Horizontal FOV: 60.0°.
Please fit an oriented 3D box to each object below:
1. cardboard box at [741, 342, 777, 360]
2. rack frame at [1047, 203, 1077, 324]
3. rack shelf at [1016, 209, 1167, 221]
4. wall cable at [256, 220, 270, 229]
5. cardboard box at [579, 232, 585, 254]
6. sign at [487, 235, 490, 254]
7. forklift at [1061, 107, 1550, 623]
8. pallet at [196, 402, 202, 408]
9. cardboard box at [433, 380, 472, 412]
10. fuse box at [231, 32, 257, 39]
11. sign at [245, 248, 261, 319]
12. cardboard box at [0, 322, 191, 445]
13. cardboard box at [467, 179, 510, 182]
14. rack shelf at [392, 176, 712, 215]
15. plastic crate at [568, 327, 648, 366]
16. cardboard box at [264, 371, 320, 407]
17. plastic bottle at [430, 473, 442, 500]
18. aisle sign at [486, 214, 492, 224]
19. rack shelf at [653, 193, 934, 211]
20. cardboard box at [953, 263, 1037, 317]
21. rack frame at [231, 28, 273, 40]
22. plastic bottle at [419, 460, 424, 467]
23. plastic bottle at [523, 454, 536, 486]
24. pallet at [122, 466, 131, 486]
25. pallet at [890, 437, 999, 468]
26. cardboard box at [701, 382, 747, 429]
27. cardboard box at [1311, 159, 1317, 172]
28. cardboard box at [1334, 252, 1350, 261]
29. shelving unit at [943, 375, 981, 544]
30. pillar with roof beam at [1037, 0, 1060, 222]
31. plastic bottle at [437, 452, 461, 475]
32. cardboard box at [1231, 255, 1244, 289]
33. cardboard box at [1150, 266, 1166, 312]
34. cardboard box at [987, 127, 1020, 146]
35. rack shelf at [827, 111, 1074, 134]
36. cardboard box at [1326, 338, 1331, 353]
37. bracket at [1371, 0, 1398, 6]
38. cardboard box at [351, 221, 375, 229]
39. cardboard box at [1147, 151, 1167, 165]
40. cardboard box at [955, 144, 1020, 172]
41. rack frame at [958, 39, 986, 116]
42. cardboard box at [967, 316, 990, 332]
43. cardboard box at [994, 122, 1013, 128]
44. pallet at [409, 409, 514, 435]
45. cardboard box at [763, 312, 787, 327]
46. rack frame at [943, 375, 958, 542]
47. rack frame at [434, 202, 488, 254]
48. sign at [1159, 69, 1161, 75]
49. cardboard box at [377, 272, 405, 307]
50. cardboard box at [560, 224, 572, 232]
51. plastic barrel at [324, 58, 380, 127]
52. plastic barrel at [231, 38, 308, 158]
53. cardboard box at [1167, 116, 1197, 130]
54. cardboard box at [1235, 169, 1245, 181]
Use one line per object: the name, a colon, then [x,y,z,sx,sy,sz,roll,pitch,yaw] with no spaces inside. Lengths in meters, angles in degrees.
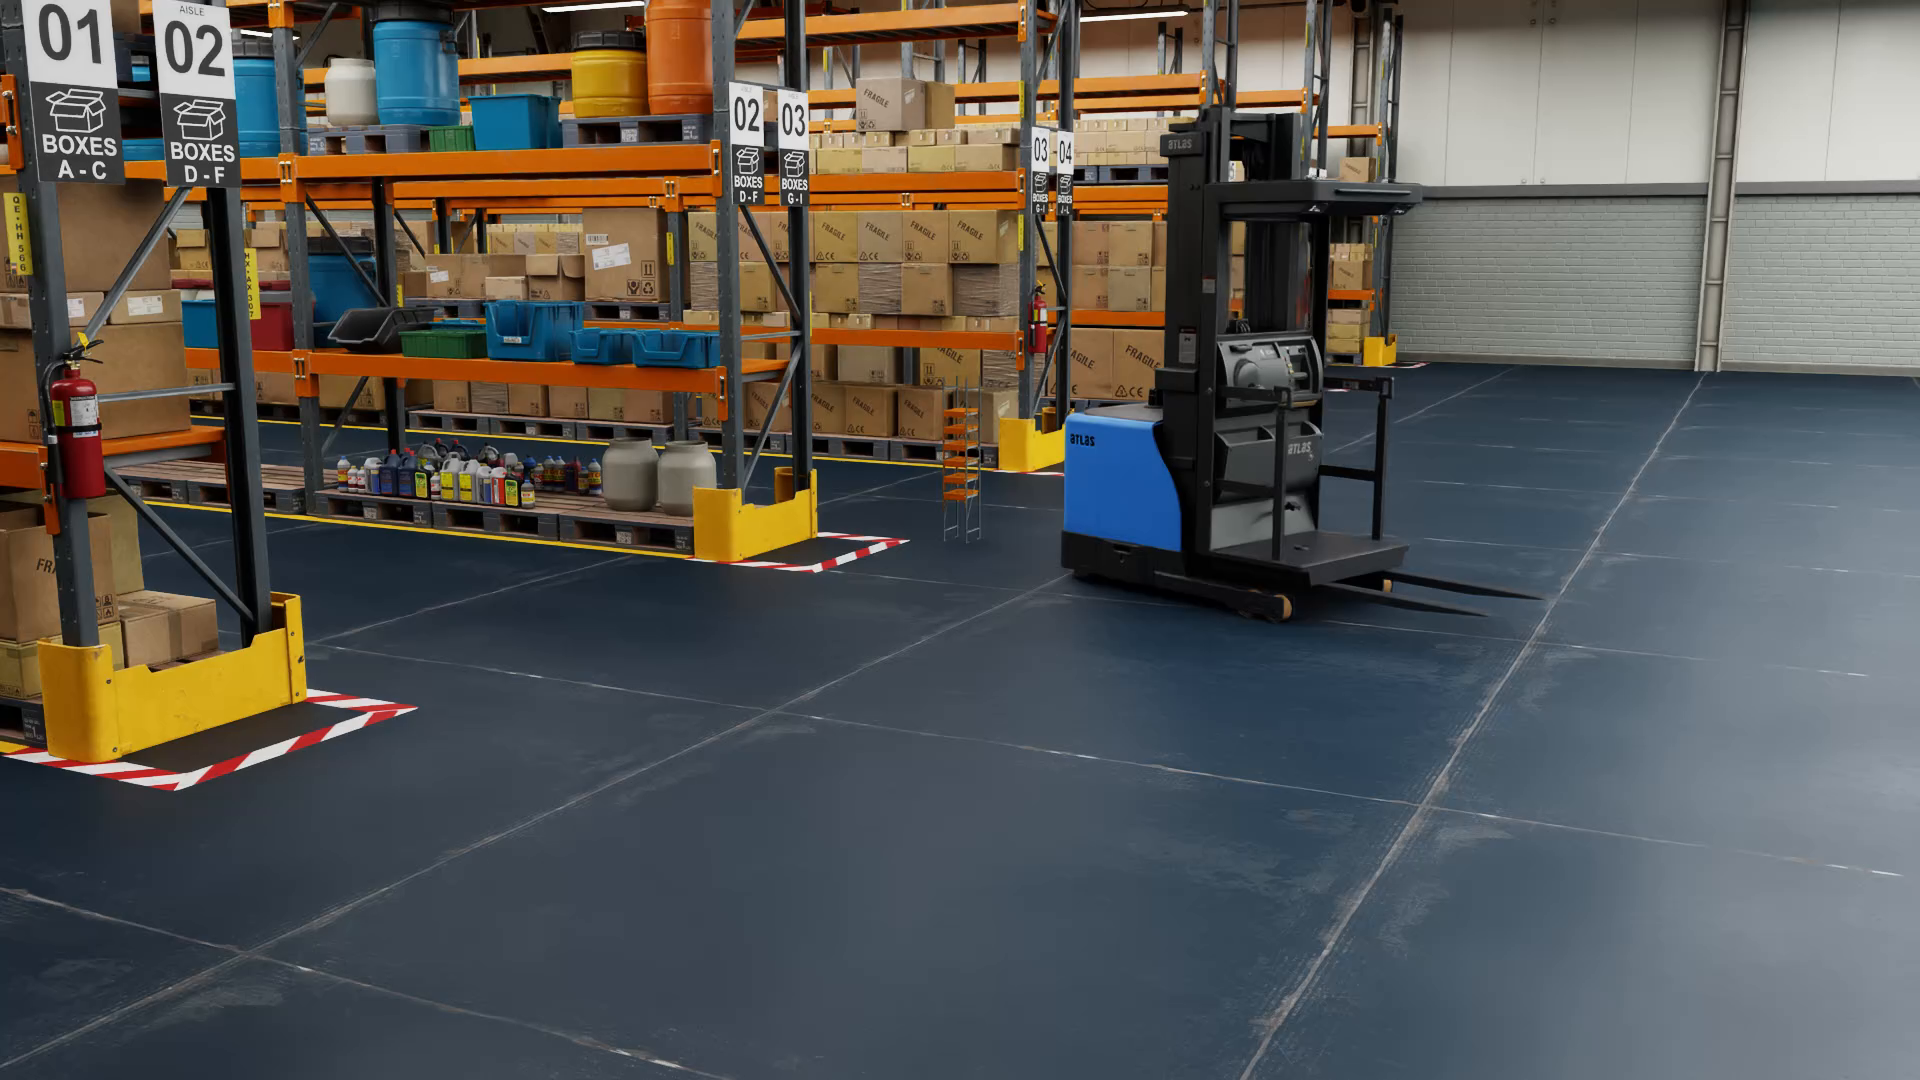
cardboard box: [-2.767,-2.603,23.328,0.750,0.750,1.050,5,11,27]
rack frame: [1.627,-4.117,26.558,0.127,3.000,1.000,5,11,26]
rack shelf: [2.027,-6.190,31.607,4.000,0.370,1.077,5,11,26]
wall cable: [-14.201,-6.019,34.124,0.123,1.953,0.585,5,11,26]
cardboard box: [-6.544,-5.323,30.133,0.500,0.500,0.500,5,11,25]
sign: [-7.404,-4.608,26.017,0.005,0.325,0.100,5,11,26]
forklift: [2.017,-1.066,9.889,1.130,2.935,3.031,-9,14,-41]
pallet: [-10.579,-1.865,21.944,1.213,0.211,1.003,5,11,26]
cardboard box: [-5.735,-1.787,19.464,0.500,0.500,0.700,4,11,23]
fuse box: [-14.289,-9.988,33.163,0.176,0.334,0.513,5,11,26]
sign: [-3.306,-1.191,7.734,0.005,0.325,0.100,5,11,26]
cardboard box: [-3.970,-0.726,7.537,0.500,0.500,0.700,5,11,26]
cardboard box: [-5.110,-4.095,18.432,0.500,0.250,0.500,5,12,27]
rack shelf: [-4.551,-3.814,18.480,4.000,0.370,1.077,5,11,26]
plastic crate: [-2.523,-1.399,11.955,0.408,0.251,0.499,5,11,26]
cardboard box: [-7.750,-2.140,20.420,0.875,0.875,1.225,5,11,26]
plastic bottle: [-3.996,-0.412,12.708,0.097,0.201,0.097,0,10,0]
aisle sign: [-9.061,-6.397,31.856,0.004,0.787,0.394,5,11,26]
rack shelf: [-2.266,-4.599,22.813,4.000,0.370,1.077,5,11,26]
cardboard box: [0.349,-2.463,16.299,0.500,0.500,0.875,5,11,26]
rack frame: [-11.234,-7.217,26.836,0.127,3.000,1.000,5,11,26]
plastic bottle: [-4.225,-0.496,12.972,0.097,0.271,0.097,0,10,0]
plastic bottle: [-3.429,-0.546,13.250,0.097,0.271,0.097,0,10,0]
pallet: [-7.859,-0.619,15.060,1.213,0.211,1.003,5,11,26]
pallet: [0.049,-0.923,16.737,1.213,0.211,1.003,5,11,26]
cardboard box: [-2.416,-1.473,17.788,0.500,0.500,0.500,5,11,24]
cardboard box: [6.028,-6.469,29.388,0.500,0.500,0.700,5,11,26]
cardboard box: [6.730,-4.962,29.120,0.250,0.149,0.380,5,12,27]
shelving unit: [0.013,-0.589,12.117,0.189,1.200,0.258,5,11,26]
pillar with roof beam: [-0.104,-7.531,28.576,0.548,9.000,9.100,5,11,26]
plastic bottle: [-4.115,-0.574,13.394,0.135,0.276,0.152,5,11,26]
cardboard box: [4.159,-4.037,24.996,0.500,0.500,0.500,5,11,26]
cardboard box: [2.762,-3.100,20.512,0.550,0.550,0.875,5,11,26]
cardboard box: [0.443,-3.790,15.627,0.250,0.149,0.380,5,11,26]
rack shelf: [-0.166,-6.676,26.994,4.000,0.370,1.077,5,11,26]
cardboard box: [6.405,-3.476,29.556,0.500,0.250,0.500,5,11,26]
bracket: [7.397,-9.428,28.948,0.430,0.232,0.235,5,11,26]
cardboard box: [-9.106,-4.713,25.926,0.500,0.500,0.500,5,12,27]
cardboard box: [2.441,-4.604,20.069,0.250,0.149,0.380,5,11,26]
cardboard box: [0.285,-3.619,15.803,0.500,0.250,0.500,5,12,27]
rack frame: [0.233,-8.178,32.147,0.127,3.000,1.000,5,11,26]
cardboard box: [0.259,-2.105,16.145,0.250,0.149,0.380,5,11,26]
cardboard box: [0.619,-5.157,20.883,0.250,0.149,0.380,5,11,26]
pallet: [-5.644,-1.416,19.461,1.213,0.211,1.003,5,11,26]
cardboard box: [-1.808,-2.265,17.026,0.250,0.149,0.380,5,11,26]
rack frame: [-0.069,-0.596,12.157,0.006,1.200,0.240,5,11,26]
rack frame: [-7.646,-3.949,25.629,0.127,3.000,1.000,5,11,26]
sign: [3.591,-8.274,29.831,0.005,0.325,0.100,5,11,26]
cardboard box: [-6.897,-2.898,19.542,0.500,0.500,0.500,5,12,28]
cardboard box: [-7.082,-5.693,30.351,0.250,0.149,0.380,5,11,25]
plastic barrel: [-4.650,-3.416,12.767,0.421,0.512,0.421,0,10,0]
plastic barrel: [-5.501,-3.472,13.160,0.708,0.901,0.600,5,11,26]
cardboard box: [2.663,-4.977,19.889,0.250,0.149,0.380,5,11,26]
cardboard box: [4.192,-5.390,24.753,0.500,0.250,0.500,5,11,25]
